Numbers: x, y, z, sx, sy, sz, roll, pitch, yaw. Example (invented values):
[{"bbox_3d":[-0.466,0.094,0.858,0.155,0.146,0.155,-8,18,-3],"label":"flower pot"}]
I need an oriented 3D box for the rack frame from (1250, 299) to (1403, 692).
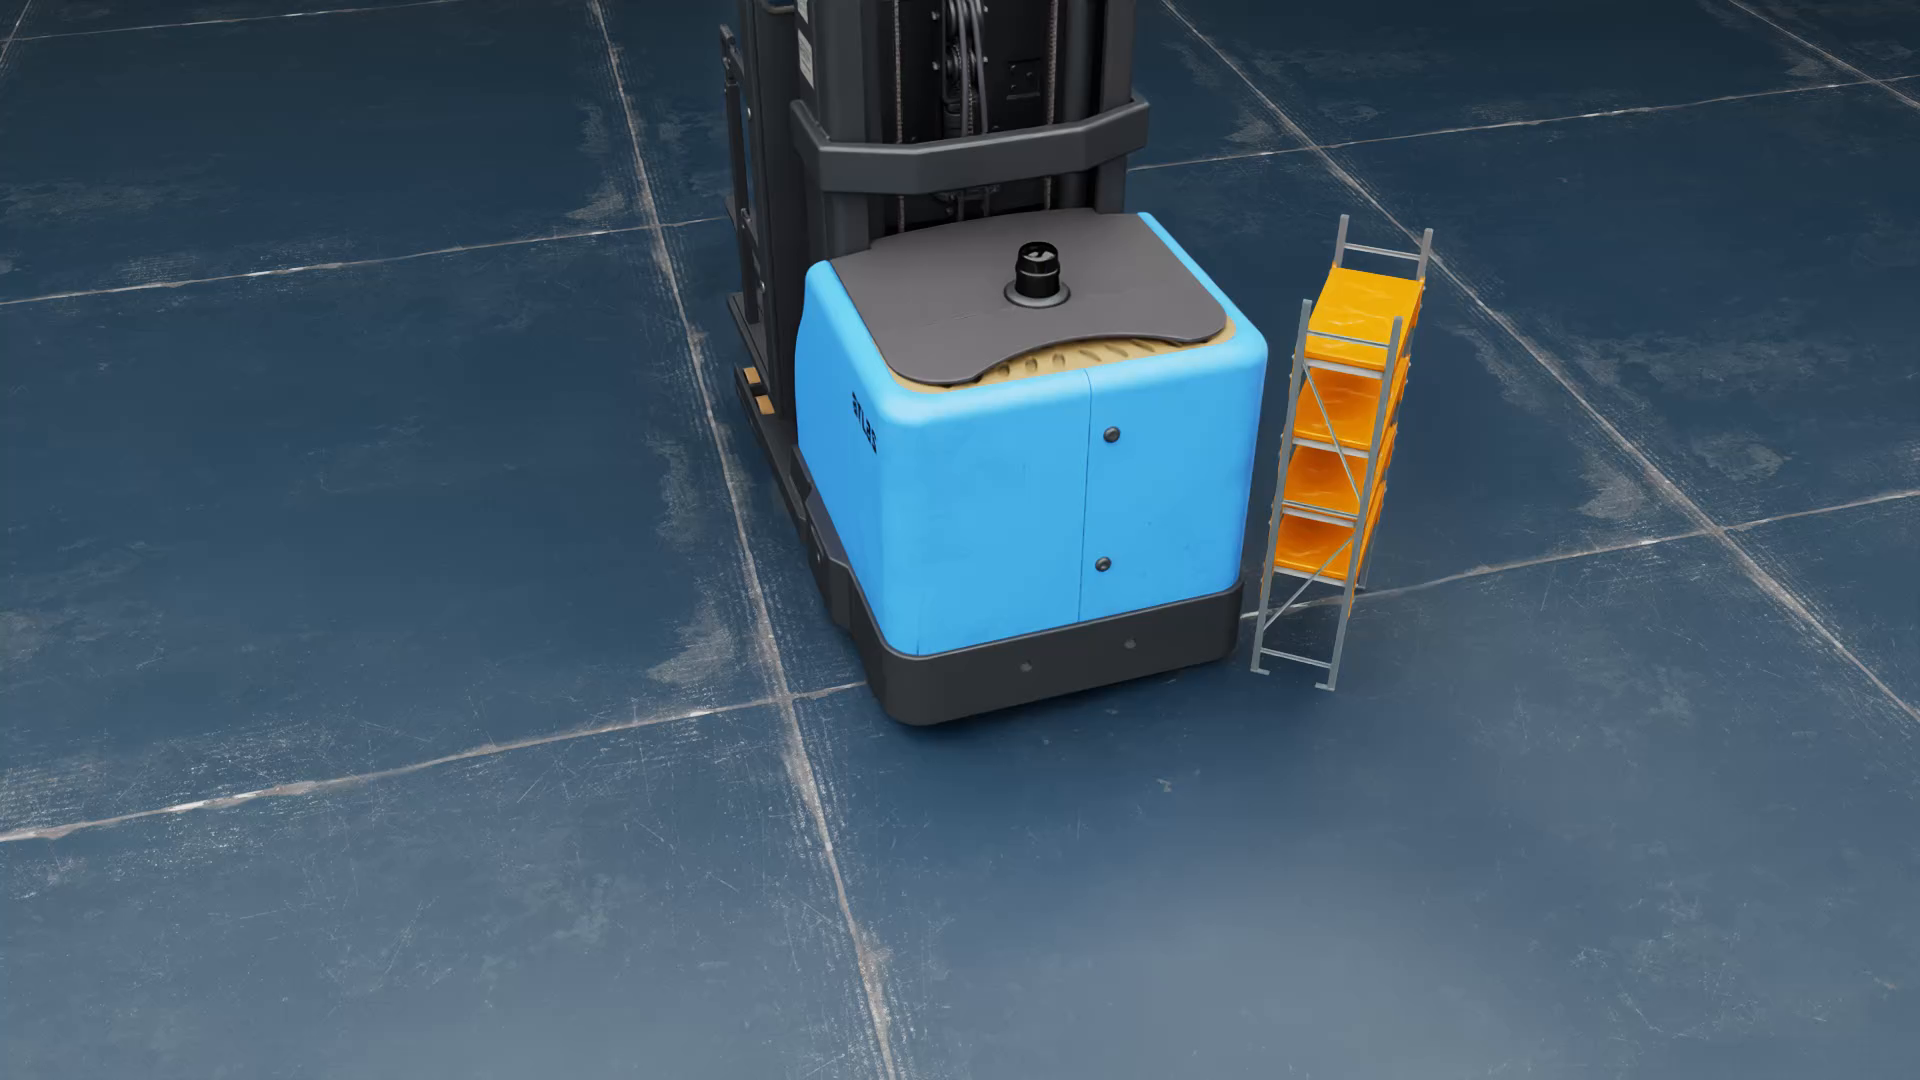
[{"bbox_3d":[0.945,-0.078,4.365,0.240,1.200,0.015,13,39,17],"label":"rack frame"}]

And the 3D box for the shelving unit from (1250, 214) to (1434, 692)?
[{"bbox_3d":[1.032,-0.217,4.546,0.258,1.200,0.503,13,39,17],"label":"shelving unit"}]

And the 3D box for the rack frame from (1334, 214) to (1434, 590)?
[{"bbox_3d":[1.120,-0.355,4.727,0.240,1.200,0.015,13,39,17],"label":"rack frame"}]

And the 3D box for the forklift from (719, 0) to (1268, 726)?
[{"bbox_3d":[-0.151,-1.563,4.881,1.130,2.935,3.031,-11,39,-14],"label":"forklift"}]

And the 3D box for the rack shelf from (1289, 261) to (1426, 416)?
[{"bbox_3d":[1.032,-0.529,4.307,0.258,0.148,0.480,13,39,17],"label":"rack shelf"}]

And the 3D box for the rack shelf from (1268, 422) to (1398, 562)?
[{"bbox_3d":[1.032,-0.163,4.587,0.258,0.148,0.480,13,39,17],"label":"rack shelf"}]

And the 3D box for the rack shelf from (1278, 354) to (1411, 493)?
[{"bbox_3d":[1.032,-0.341,4.451,0.258,0.148,0.480,13,39,17],"label":"rack shelf"}]

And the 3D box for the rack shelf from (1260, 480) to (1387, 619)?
[{"bbox_3d":[1.032,-0.006,4.707,0.258,0.148,0.480,13,39,17],"label":"rack shelf"}]
